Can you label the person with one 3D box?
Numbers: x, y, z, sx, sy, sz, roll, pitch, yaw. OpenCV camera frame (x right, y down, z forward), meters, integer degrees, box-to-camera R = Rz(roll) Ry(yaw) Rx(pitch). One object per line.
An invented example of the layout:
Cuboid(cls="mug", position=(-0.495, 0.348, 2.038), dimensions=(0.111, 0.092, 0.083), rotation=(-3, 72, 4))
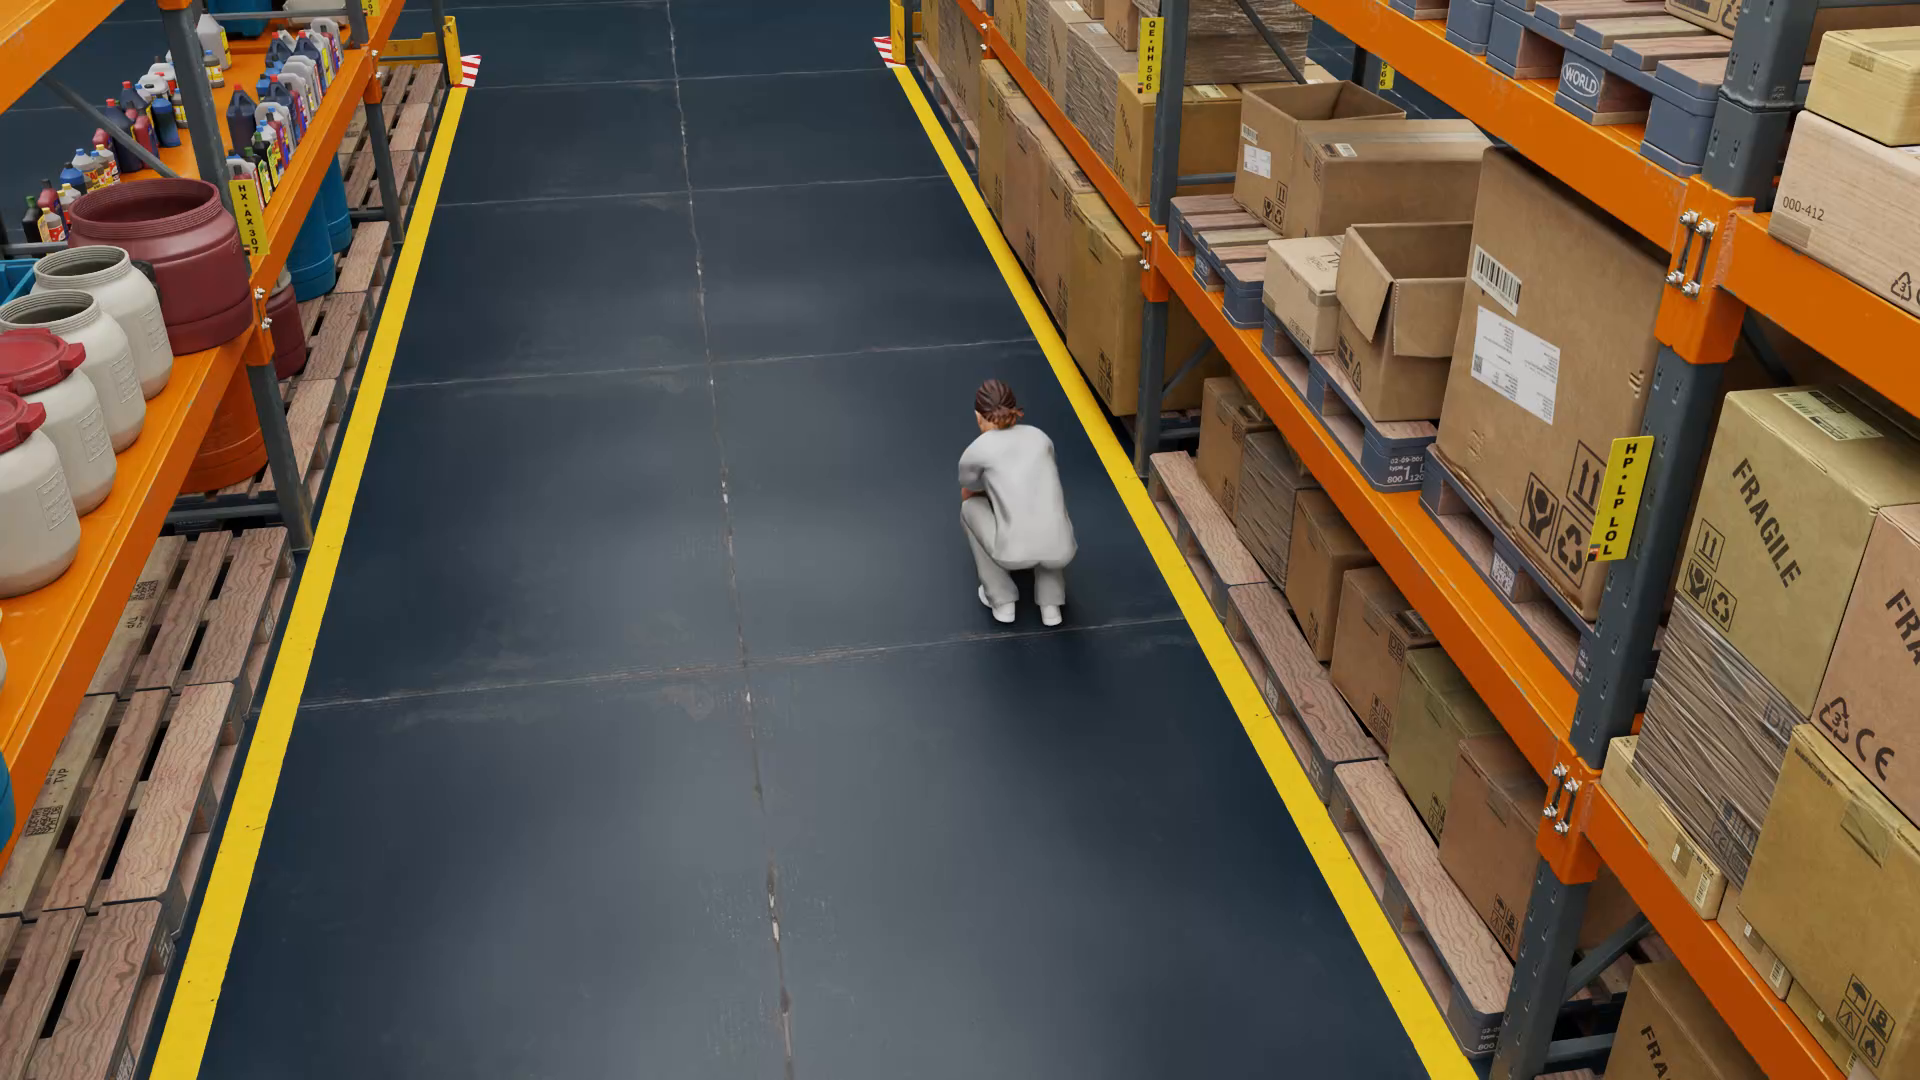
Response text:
Cuboid(cls="person", position=(0.235, -0.166, 7.130), dimensions=(0.468, 0.951, 0.811), rotation=(-6, 31, -10))
